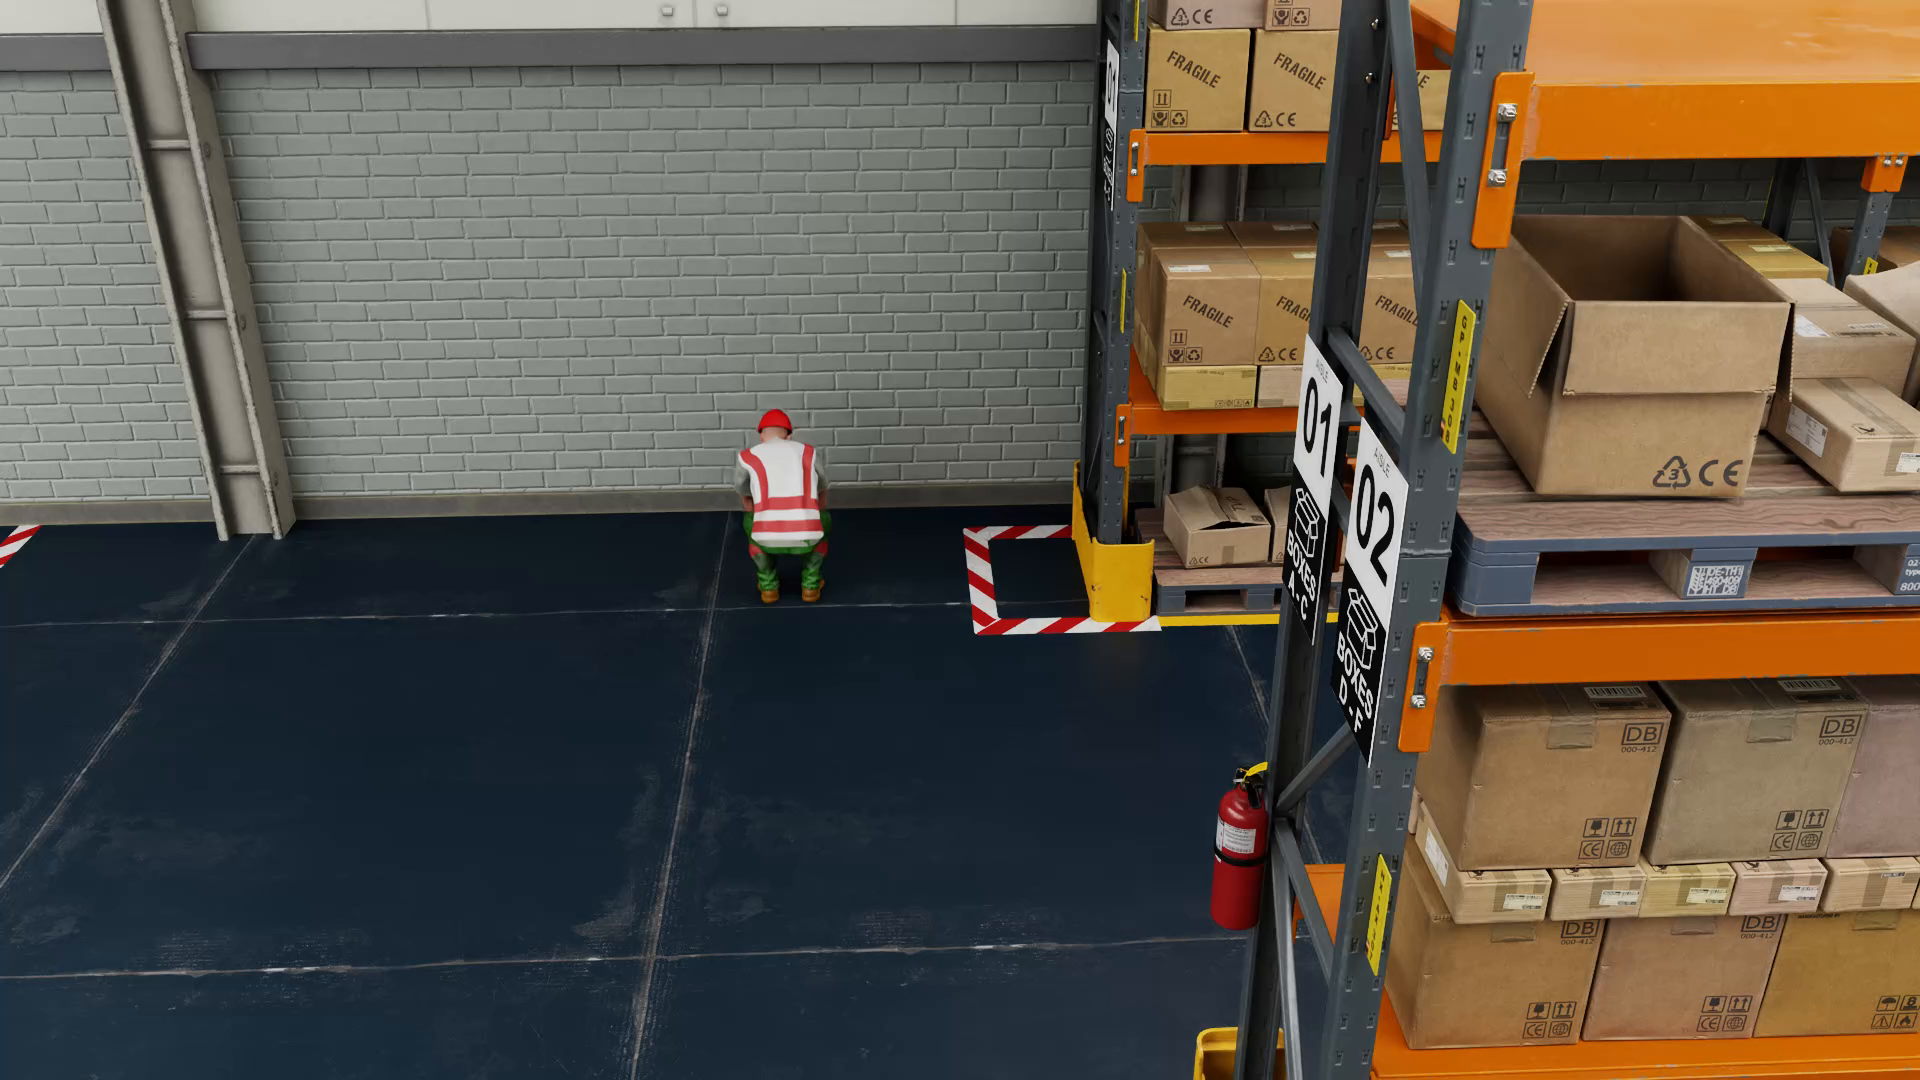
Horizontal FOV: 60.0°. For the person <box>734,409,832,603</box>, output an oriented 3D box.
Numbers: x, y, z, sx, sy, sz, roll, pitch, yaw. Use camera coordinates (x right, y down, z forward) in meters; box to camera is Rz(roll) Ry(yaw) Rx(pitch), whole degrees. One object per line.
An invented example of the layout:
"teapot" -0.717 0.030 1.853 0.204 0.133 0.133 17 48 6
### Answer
"person" -1.046 -0.188 9.817 0.572 1.006 0.881 -1 27 -3
